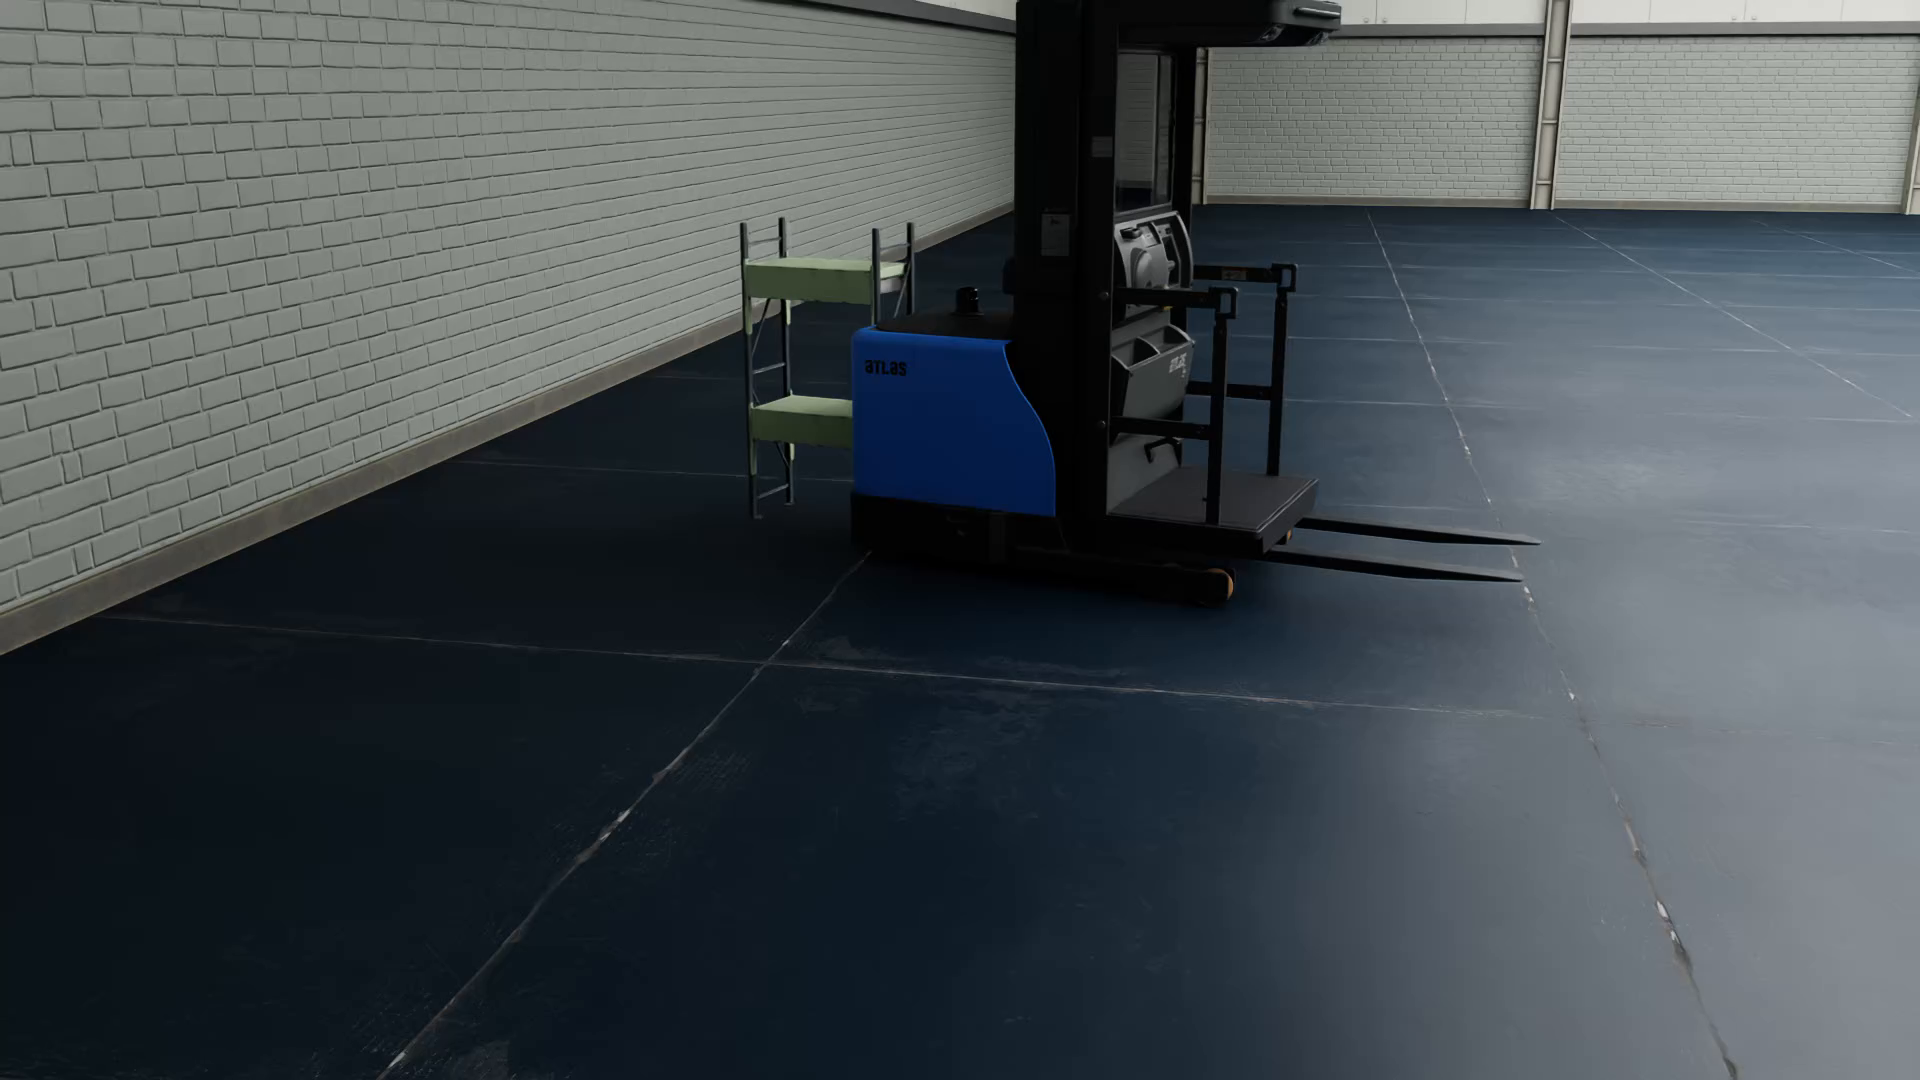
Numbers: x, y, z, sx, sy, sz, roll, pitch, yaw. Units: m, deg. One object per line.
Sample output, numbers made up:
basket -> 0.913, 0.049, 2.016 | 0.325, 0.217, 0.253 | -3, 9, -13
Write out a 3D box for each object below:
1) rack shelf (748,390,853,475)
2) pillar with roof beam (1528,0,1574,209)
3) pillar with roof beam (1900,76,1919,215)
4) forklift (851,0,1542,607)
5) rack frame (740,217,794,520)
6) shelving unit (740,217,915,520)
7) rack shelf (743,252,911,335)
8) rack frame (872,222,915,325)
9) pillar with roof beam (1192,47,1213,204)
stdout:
rack shelf -> -0.652, -0.519, 8.439 | 0.720, 0.370, 0.431 | 7, 17, 24
pillar with roof beam -> 9.293, -9.002, 23.796 | 0.400, 9.000, 9.100 | 3, 16, 11
pillar with roof beam -> 15.173, -8.683, 22.643 | 0.400, 9.000, 9.100 | 3, 16, 11
forklift -> 1.045, -1.286, 7.306 | 3.031, 2.935, 1.130 | 7, 17, 24
rack frame -> -0.983, -0.874, 8.501 | 0.023, 1.500, 0.400 | 7, 17, 24
shelving unit -> -0.652, -0.833, 8.352 | 0.755, 1.500, 0.431 | 7, 17, 24
rack shelf -> -0.652, -1.209, 8.247 | 0.720, 0.370, 0.431 | 7, 17, 24
rack frame -> -0.320, -0.792, 8.202 | 0.023, 1.500, 0.400 | 7, 17, 24
pillar with roof beam -> 3.414, -9.321, 24.948 | 0.400, 9.000, 9.100 | 3, 16, 11
